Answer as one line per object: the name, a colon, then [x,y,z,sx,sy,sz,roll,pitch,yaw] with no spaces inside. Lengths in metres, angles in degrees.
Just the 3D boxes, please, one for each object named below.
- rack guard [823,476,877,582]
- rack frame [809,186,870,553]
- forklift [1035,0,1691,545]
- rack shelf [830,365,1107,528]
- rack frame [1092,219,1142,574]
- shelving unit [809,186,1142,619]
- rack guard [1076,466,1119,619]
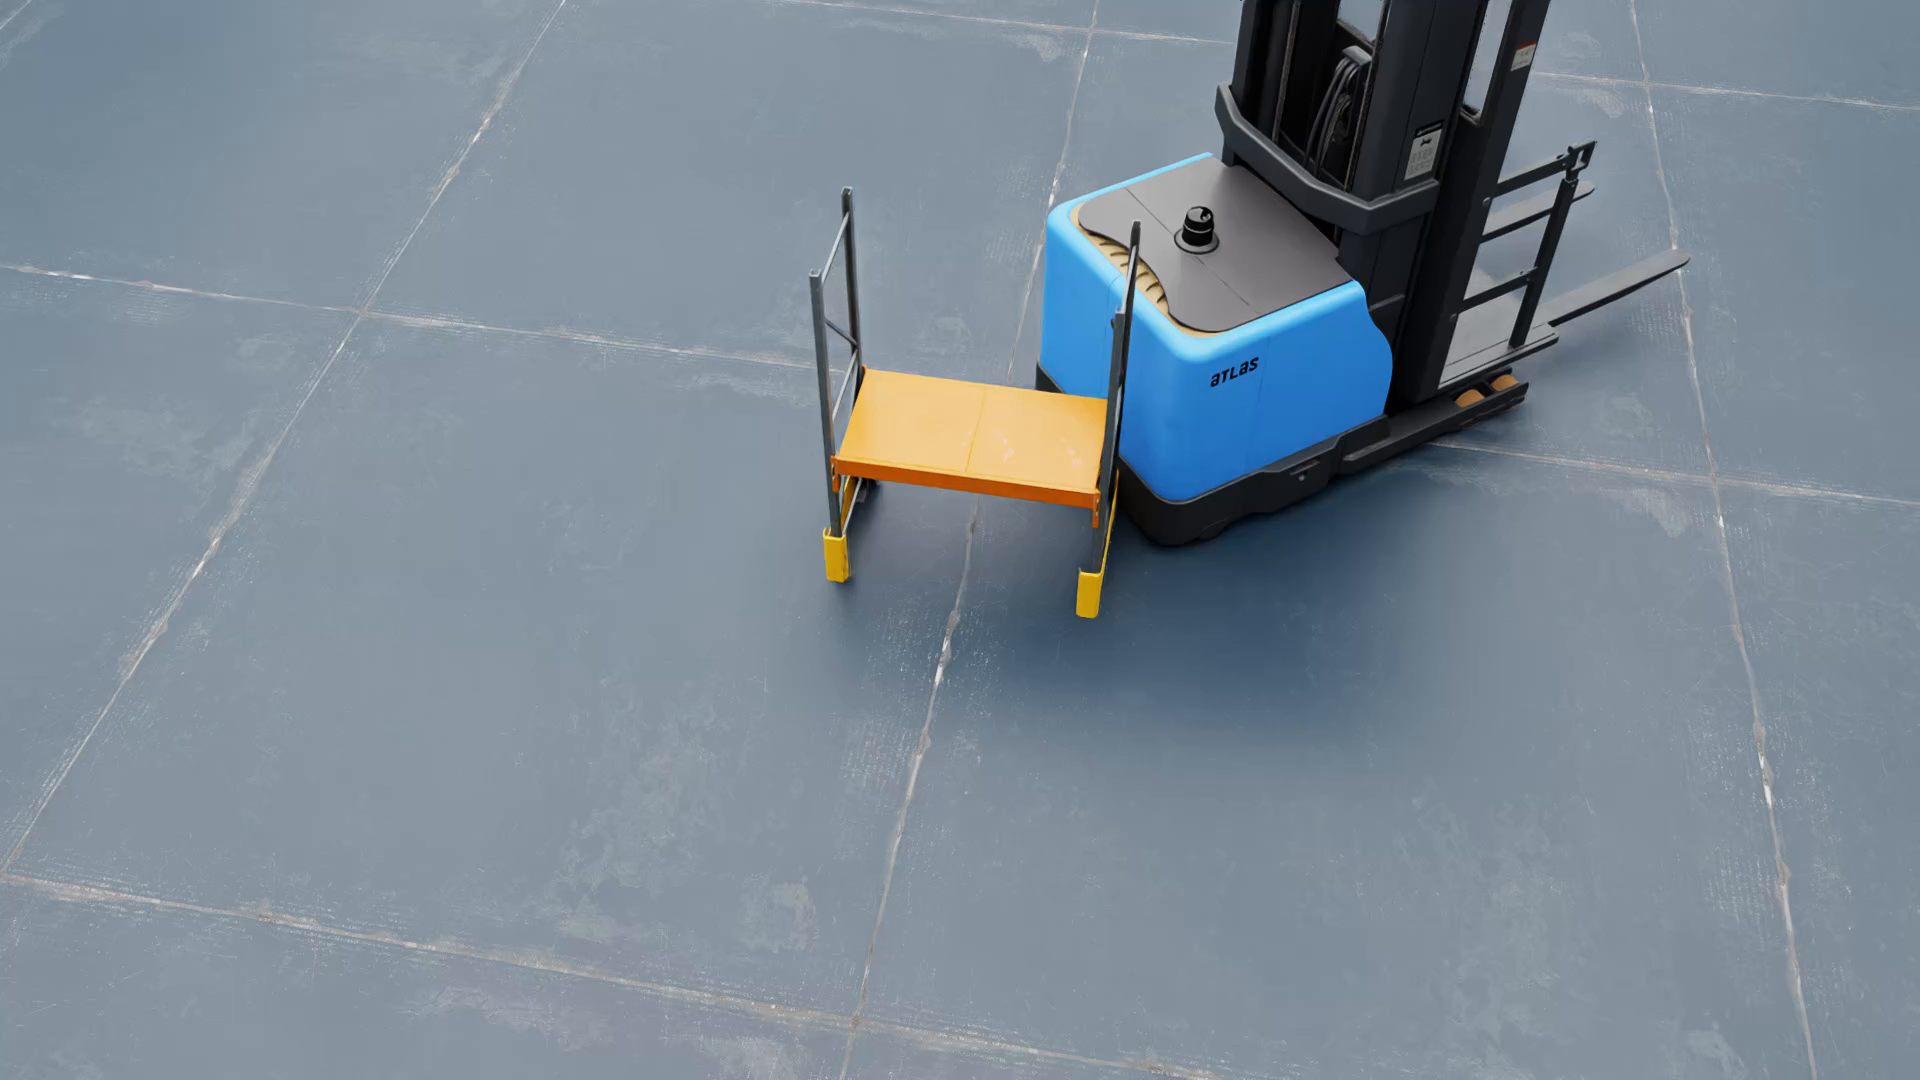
rack guard: [-0.437,-0.134,6.674,0.087,0.250,0.587,8,49,7]
rack frame: [-0.438,-0.551,6.209,0.032,1.500,0.500,8,49,7]
forklift: [1.858,-1.780,6.351,3.031,2.935,1.130,-23,52,-19]
rack shelf: [0.062,-0.361,6.280,1.000,0.185,0.538,8,49,7]
rack frame: [0.561,-0.412,6.084,0.032,1.500,0.500,8,49,7]
shelving unit: [0.053,-0.483,6.148,1.083,1.500,0.587,8,49,7]
rack guard: [0.542,0.003,6.551,0.087,0.250,0.587,8,49,7]
